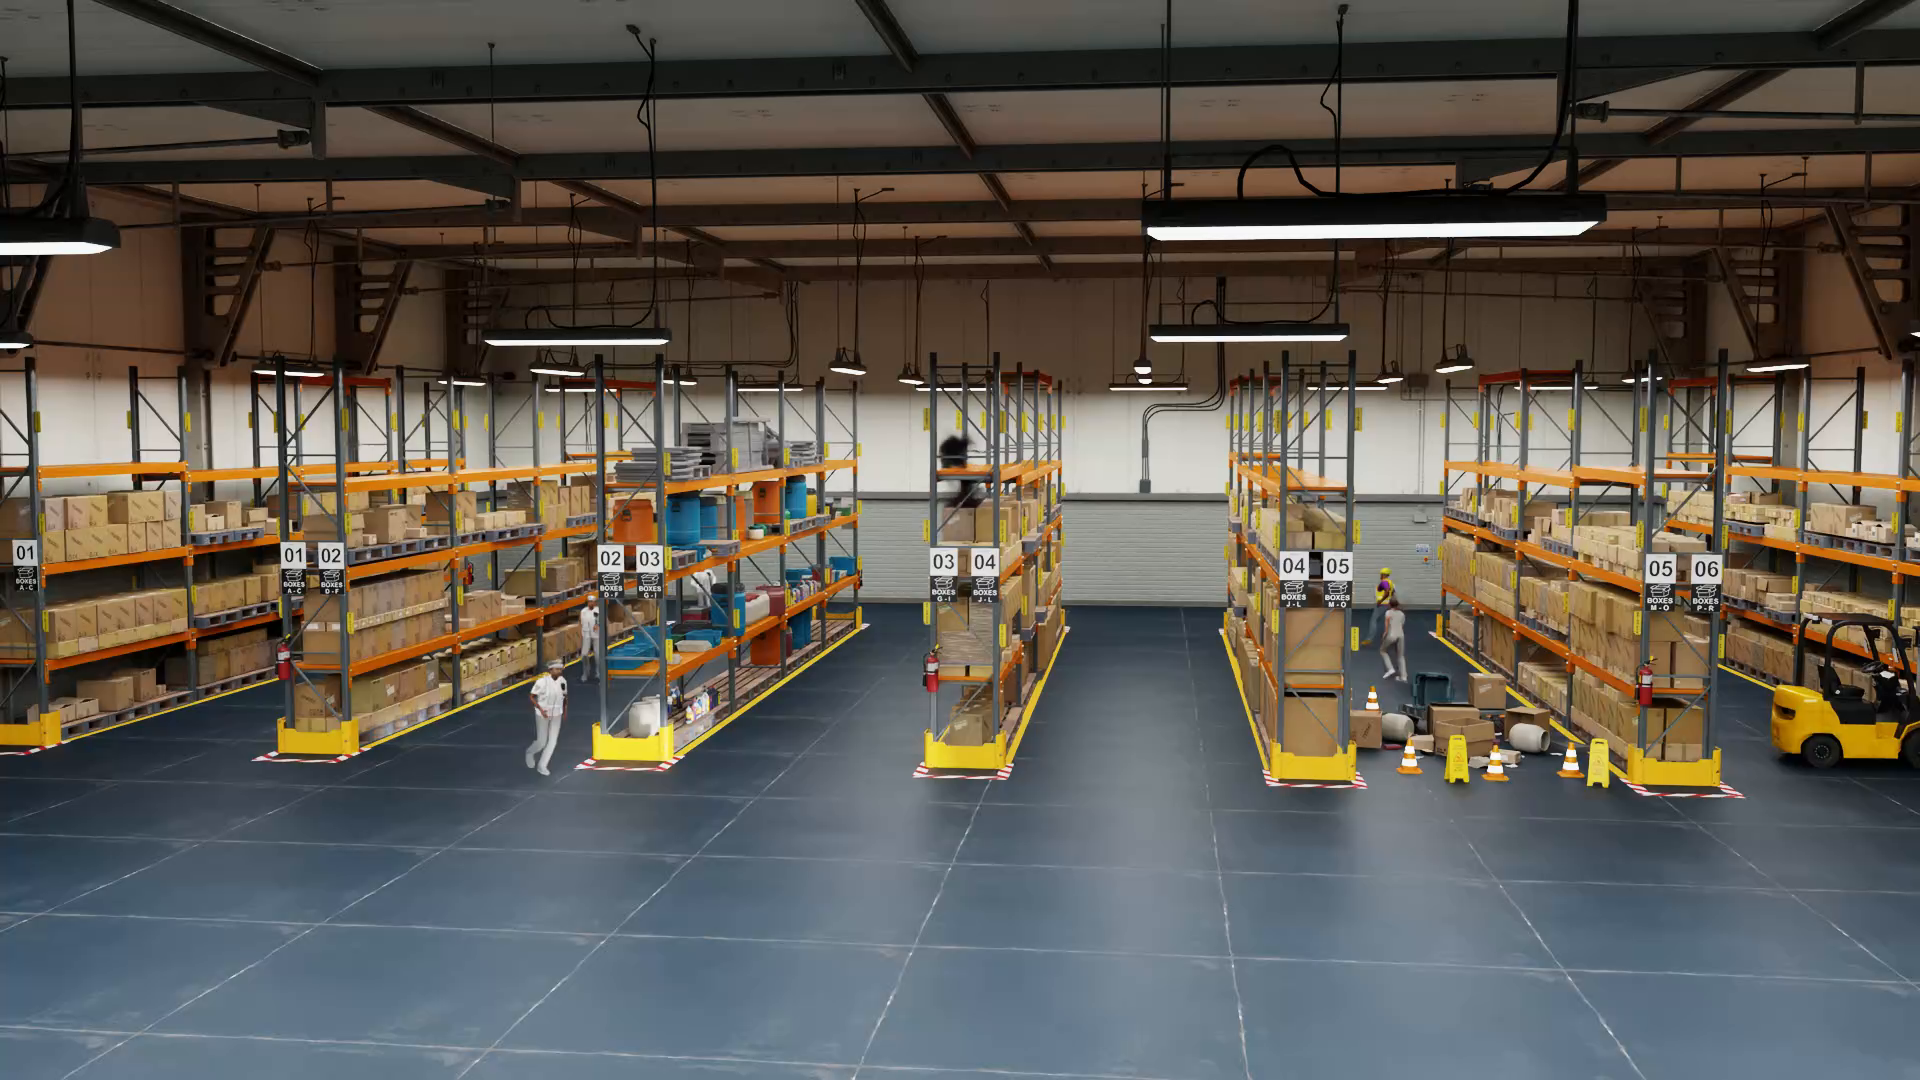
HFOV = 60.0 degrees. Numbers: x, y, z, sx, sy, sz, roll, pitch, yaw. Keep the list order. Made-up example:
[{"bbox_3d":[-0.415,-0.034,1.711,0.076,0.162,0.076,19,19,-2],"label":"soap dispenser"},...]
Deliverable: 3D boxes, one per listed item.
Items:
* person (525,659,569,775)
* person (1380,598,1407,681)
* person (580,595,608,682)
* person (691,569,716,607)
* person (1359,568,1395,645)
[{"bbox_3d":[-5.905,2.510,23.878,0.598,1.657,0.620,-3,5,-36],"label":"person"},{"bbox_3d":[8.431,1.921,32.303,0.556,1.576,0.895,-1,4,-10],"label":"person"},{"bbox_3d":[-7.096,1.915,32.176,0.608,1.692,0.717,0,4,4],"label":"person"},{"bbox_3d":[-6.218,1.302,40.331,0.611,1.721,0.779,-1,4,-10],"label":"person"},{"bbox_3d":[9.543,1.484,37.079,0.746,1.722,0.741,4,6,44],"label":"person"}]
